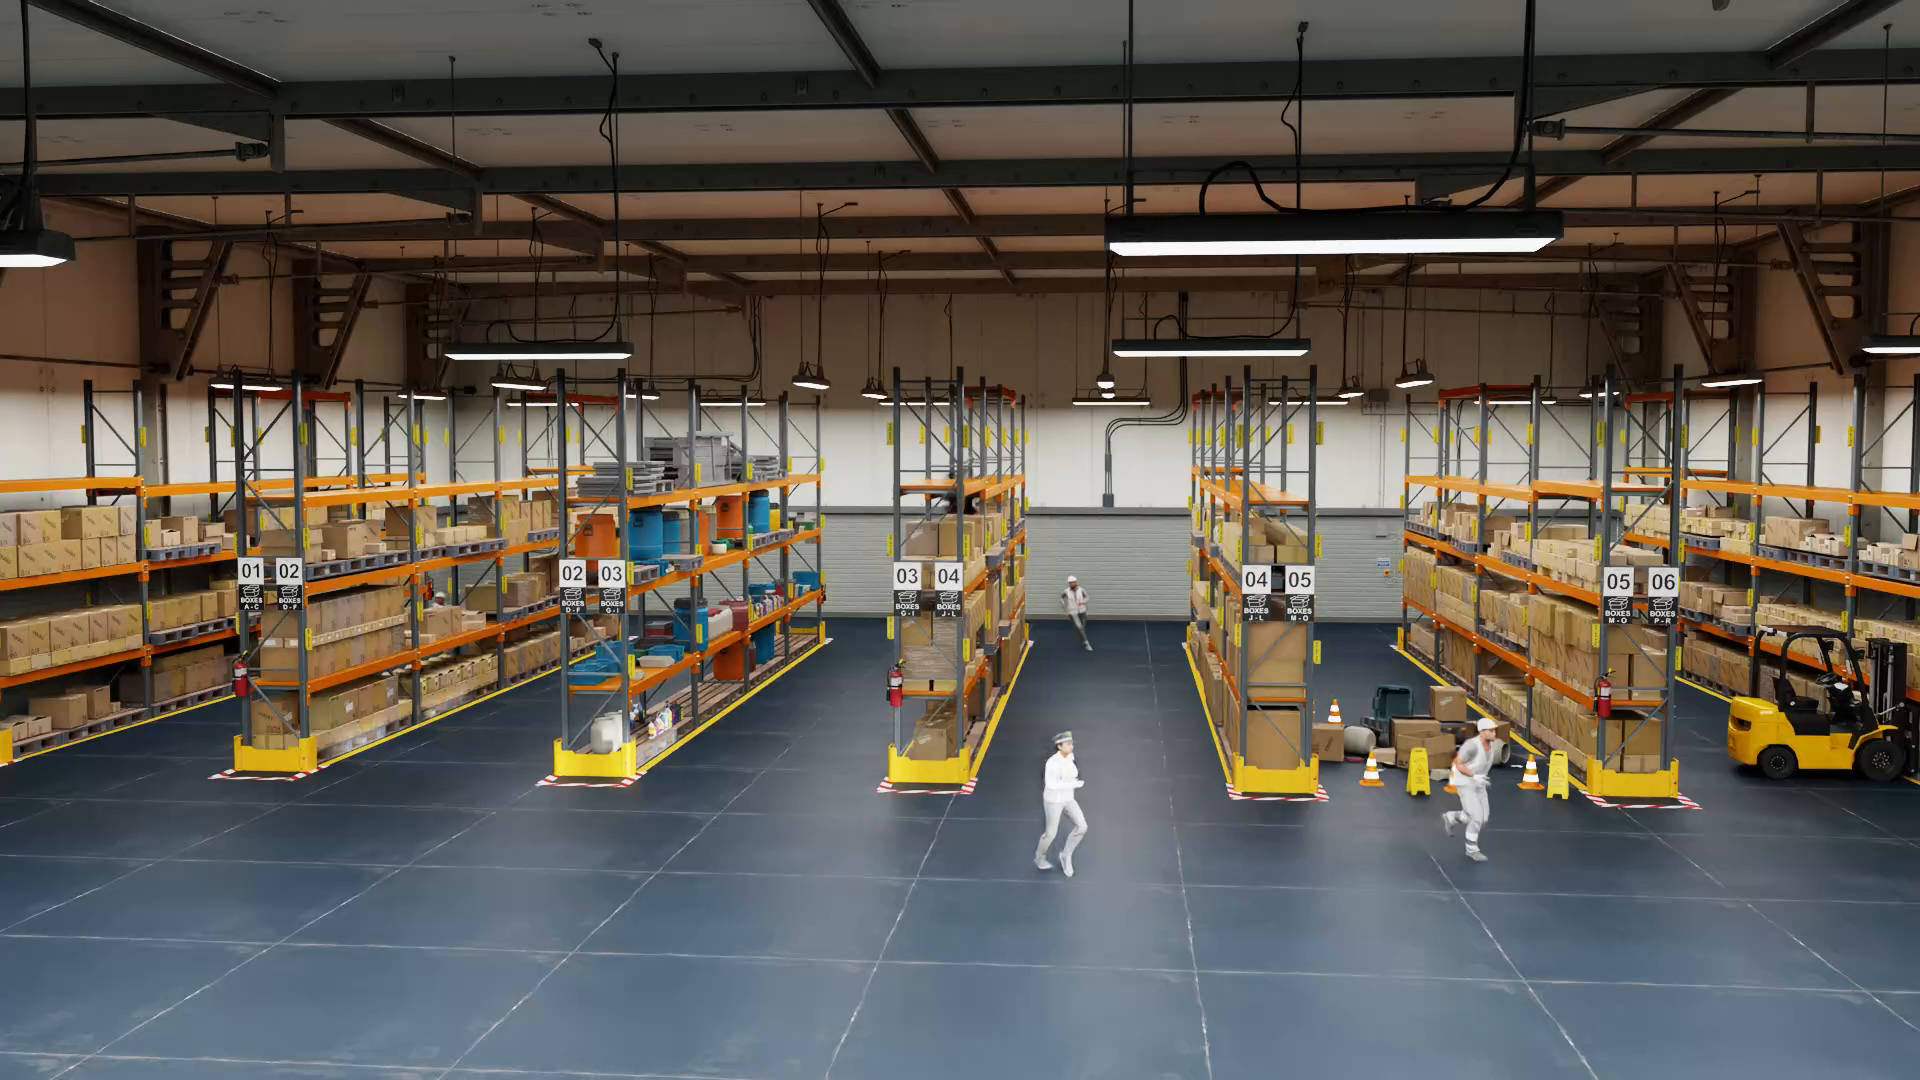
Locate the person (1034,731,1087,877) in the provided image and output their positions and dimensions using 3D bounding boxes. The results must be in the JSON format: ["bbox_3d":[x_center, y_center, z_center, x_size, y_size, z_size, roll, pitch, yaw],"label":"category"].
[{"bbox_3d":[1.143,2.981,18.926,0.786,1.675,0.641,3,5,45],"label":"person"}]

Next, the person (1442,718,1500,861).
[{"bbox_3d":[6.048,2.934,19.753,0.648,1.721,0.780,-2,4,-33],"label":"person"}]

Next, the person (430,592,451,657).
[{"bbox_3d":[-10.950,1.948,35.083,0.677,1.738,0.766,0,4,6],"label":"person"}]

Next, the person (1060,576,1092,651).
[{"bbox_3d":[2.752,1.705,39.240,0.746,1.738,0.982,-1,4,-10],"label":"person"}]
